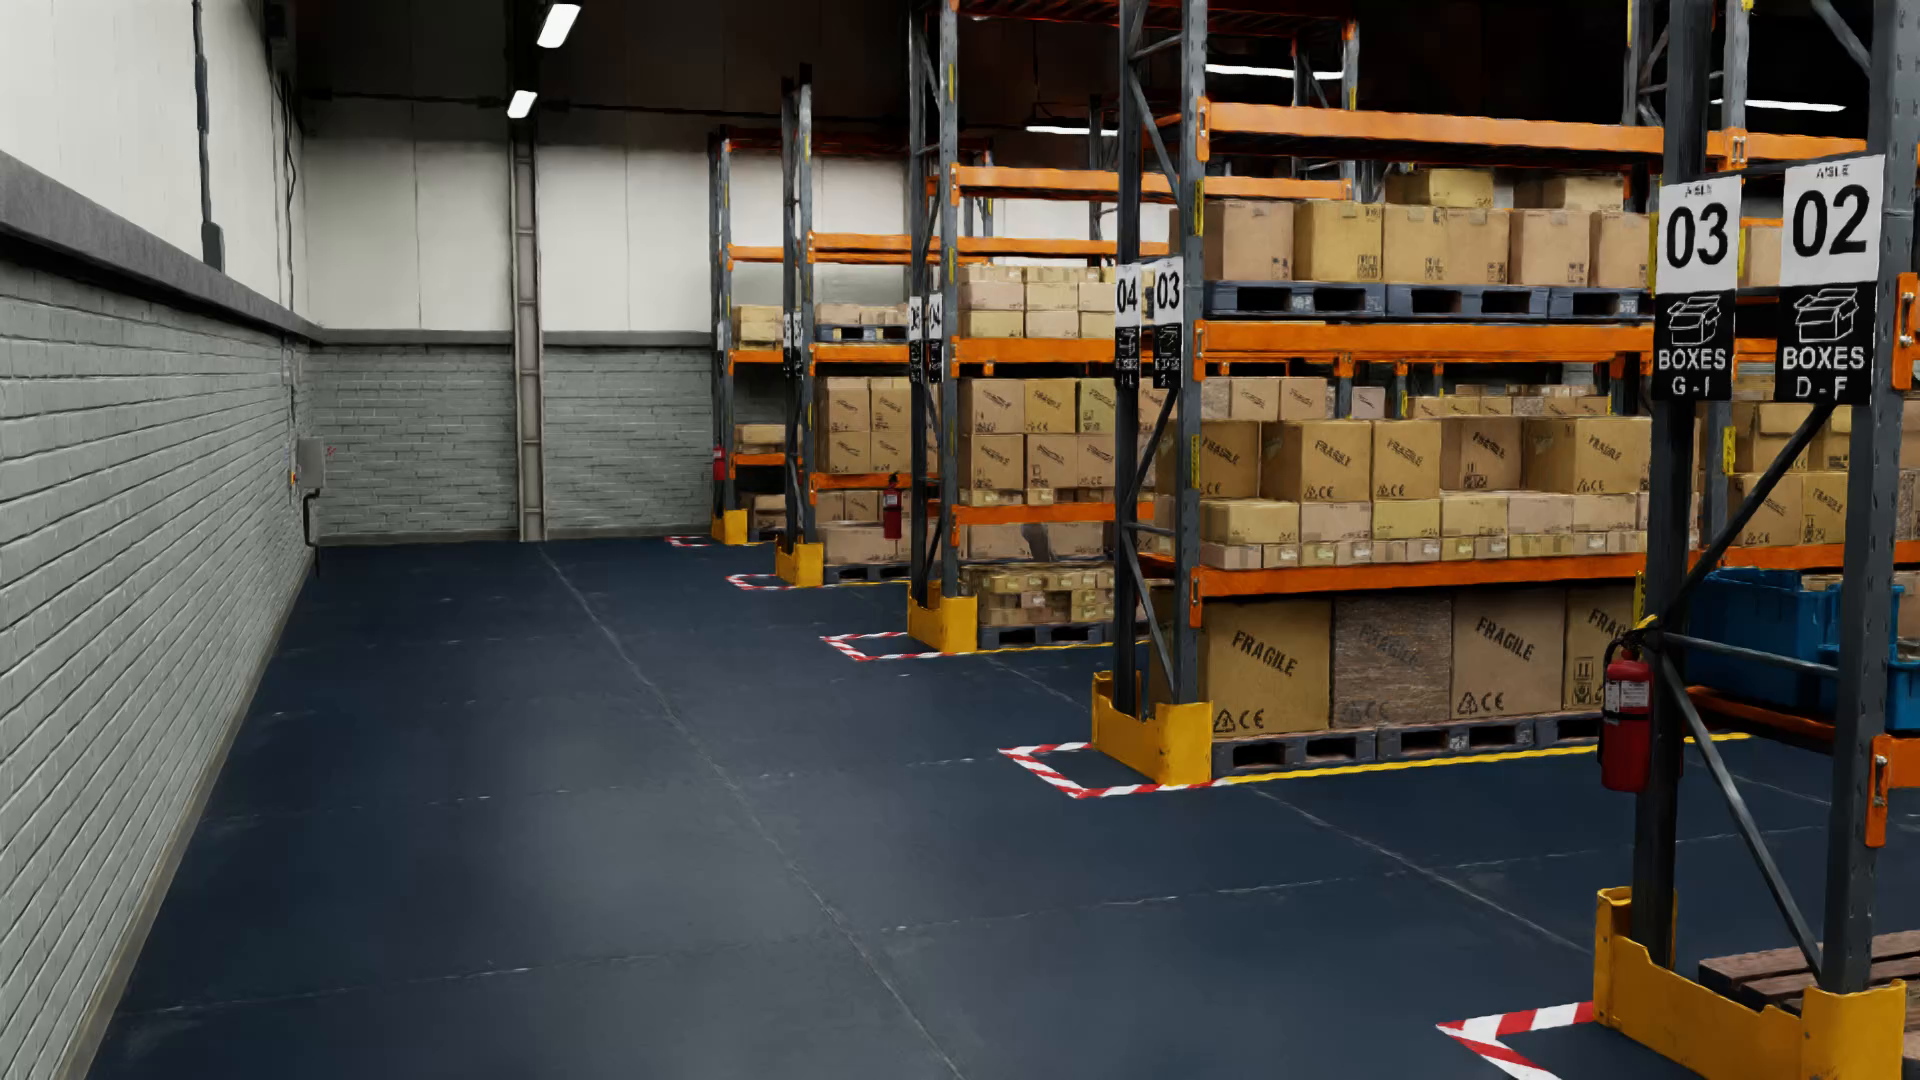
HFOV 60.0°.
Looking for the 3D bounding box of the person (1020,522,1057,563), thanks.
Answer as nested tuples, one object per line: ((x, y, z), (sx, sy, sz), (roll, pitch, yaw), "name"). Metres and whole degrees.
((0.828, -0.063, 17.412), (0.700, 1.650, 0.544), (-2, 6, -17), "person")
